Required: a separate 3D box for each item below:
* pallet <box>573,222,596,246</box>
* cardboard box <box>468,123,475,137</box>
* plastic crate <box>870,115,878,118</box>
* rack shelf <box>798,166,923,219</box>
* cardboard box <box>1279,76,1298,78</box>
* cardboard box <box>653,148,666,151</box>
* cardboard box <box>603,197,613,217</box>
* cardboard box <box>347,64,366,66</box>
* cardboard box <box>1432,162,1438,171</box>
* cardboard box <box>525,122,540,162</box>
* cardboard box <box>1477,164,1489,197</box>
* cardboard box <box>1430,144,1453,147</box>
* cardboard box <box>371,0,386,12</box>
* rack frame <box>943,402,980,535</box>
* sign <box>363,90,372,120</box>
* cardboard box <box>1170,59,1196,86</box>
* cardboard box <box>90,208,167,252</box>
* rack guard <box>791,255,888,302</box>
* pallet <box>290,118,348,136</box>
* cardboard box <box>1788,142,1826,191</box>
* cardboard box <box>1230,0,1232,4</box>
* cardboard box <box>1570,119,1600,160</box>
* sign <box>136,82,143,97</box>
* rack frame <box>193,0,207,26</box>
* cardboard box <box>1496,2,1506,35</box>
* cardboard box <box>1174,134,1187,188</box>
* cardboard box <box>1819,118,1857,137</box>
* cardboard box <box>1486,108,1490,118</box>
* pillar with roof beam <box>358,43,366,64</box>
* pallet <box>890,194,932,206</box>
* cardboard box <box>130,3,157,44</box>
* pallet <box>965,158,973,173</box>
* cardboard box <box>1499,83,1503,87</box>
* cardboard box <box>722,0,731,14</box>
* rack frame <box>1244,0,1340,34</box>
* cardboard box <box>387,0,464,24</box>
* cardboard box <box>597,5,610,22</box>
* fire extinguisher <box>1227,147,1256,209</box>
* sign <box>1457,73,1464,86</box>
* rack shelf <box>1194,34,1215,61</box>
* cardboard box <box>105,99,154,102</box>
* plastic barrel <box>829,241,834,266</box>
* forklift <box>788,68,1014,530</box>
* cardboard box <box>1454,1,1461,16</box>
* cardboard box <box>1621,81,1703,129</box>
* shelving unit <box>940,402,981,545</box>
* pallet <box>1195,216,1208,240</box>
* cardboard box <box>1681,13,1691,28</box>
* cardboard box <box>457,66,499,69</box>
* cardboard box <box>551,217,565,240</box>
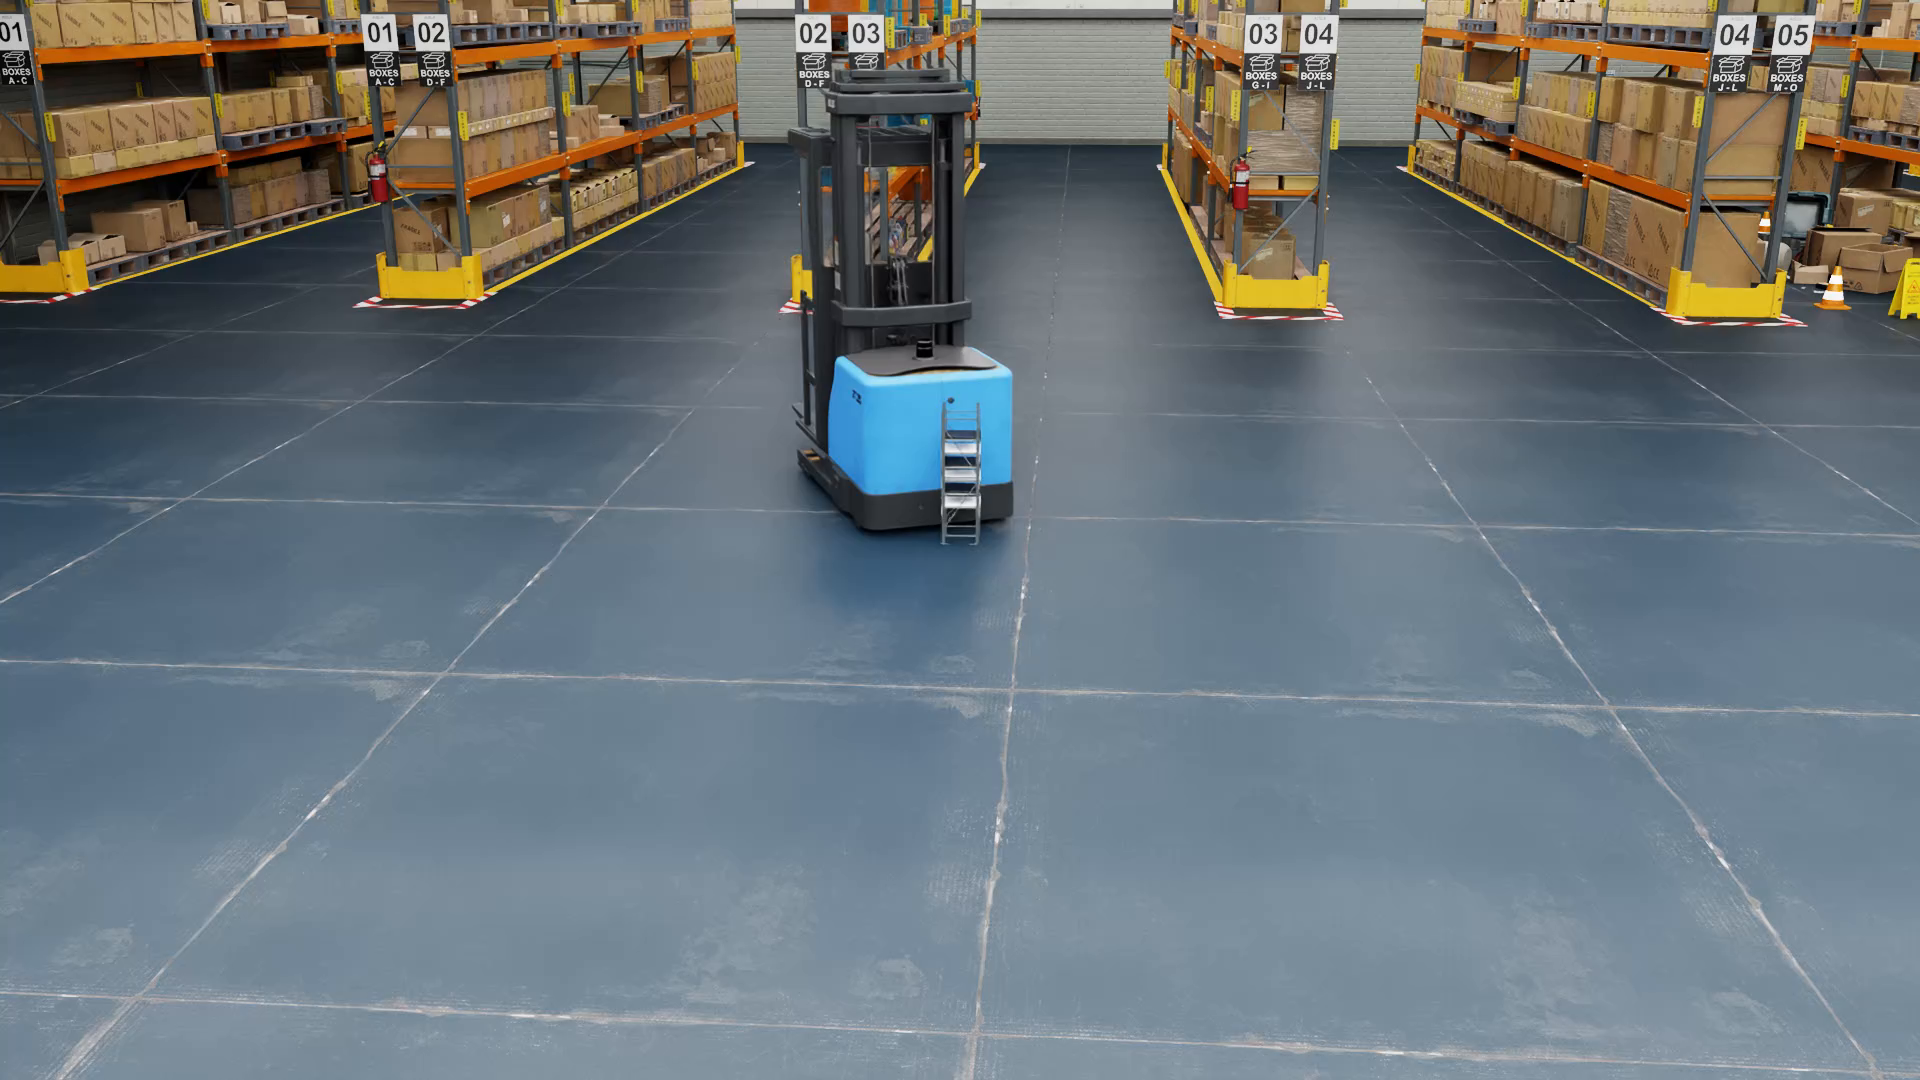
[{"bbox_3d":[-5.967,-4.477,24.247,1.003,0.211,1.213,1,18,4],"label":"pallet"},{"bbox_3d":[-6.008,-4.885,19.811,0.380,0.149,0.250,1,18,2],"label":"cardboard box"},{"bbox_3d":[-1.174,-6.238,25.041,0.402,0.464,0.583,1,18,4],"label":"plastic crate"},{"bbox_3d":[-1.183,-4.497,20.987,1.077,0.370,4.000,1,18,4],"label":"rack shelf"},{"bbox_3d":[4.032,-5.402,20.349,0.500,0.500,0.500,1,18,4],"label":"cardboard box"},{"bbox_3d":[-5.685,-6.933,30.573,0.500,0.500,0.500,0,18,1],"label":"cardboard box"},{"bbox_3d":[-5.595,-5.063,25.297,0.500,0.250,0.500,2,18,5],"label":"cardboard box"},{"bbox_3d":[-10.672,-8.421,29.932,0.500,0.250,0.500,1,18,5],"label":"cardboard box"},{"bbox_3d":[9.246,-7.143,31.810,0.380,0.149,0.250,1,18,4],"label":"cardboard box"},{"bbox_3d":[-6.037,-5.318,22.174,0.700,0.500,0.500,1,18,3],"label":"cardboard box"},{"bbox_3d":[8.976,-5.998,27.750,0.500,0.500,0.500,0,18,1],"label":"cardboard box"},{"bbox_3d":[9.314,-7.579,32.183,0.380,0.149,0.250,2,18,6],"label":"cardboard box"},{"bbox_3d":[-10.496,-9.403,29.118,0.700,0.500,0.500,1,18,3],"label":"cardboard box"},{"bbox_3d":[0.007,-0.459,10.879,0.240,0.900,0.006,0,18,1],"label":"rack frame"},{"bbox_3d":[-6.807,-5.009,19.153,0.100,0.325,0.005,1,18,4],"label":"sign"},{"bbox_3d":[4.421,-9.205,32.757,0.500,0.500,0.500,1,18,3],"label":"cardboard box"},{"bbox_3d":[-10.926,-4.077,21.857,0.700,0.500,0.500,0,18,0],"label":"cardboard box"},{"bbox_3d":[-1.368,-3.055,19.443,1.175,0.500,0.348,1,18,4],"label":"rack guard"},{"bbox_3d":[-10.580,-6.609,26.584,1.213,0.211,1.003,1,18,4],"label":"pallet"},{"bbox_3d":[14.272,-6.050,27.309,0.875,0.875,0.875,2,18,5],"label":"cardboard box"},{"bbox_3d":[4.033,-7.168,22.323,0.797,0.503,0.637,0,18,1],"label":"cardboard box"},{"bbox_3d":[8.611,-5.423,22.496,0.500,0.500,0.500,1,18,4],"label":"cardboard box"},{"bbox_3d":[-11.475,-6.243,23.299,0.100,0.325,0.005,1,18,4],"label":"sign"},{"bbox_3d":[-10.922,-8.532,22.511,1.000,3.000,0.127,1,18,4],"label":"rack frame"},{"bbox_3d":[8.977,-8.417,26.815,0.500,0.500,0.500,1,18,4],"label":"cardboard box"},{"bbox_3d":[4.384,-6.548,28.826,1.225,0.875,0.875,1,18,2],"label":"cardboard box"},{"bbox_3d":[13.849,-6.463,26.070,0.500,0.250,0.500,1,18,2],"label":"cardboard box"},{"bbox_3d":[8.763,-6.928,26.978,0.380,0.149,0.250,1,18,3],"label":"cardboard box"},{"bbox_3d":[-6.867,-11.158,30.523,9.100,9.000,0.400,1,18,4],"label":"pillar with roof beam"},{"bbox_3d":[-0.738,-5.623,27.746,1.003,0.211,1.213,1,18,4],"label":"pallet"},{"bbox_3d":[-10.762,-6.672,21.458,0.500,0.500,0.500,1,18,2],"label":"cardboard box"},{"bbox_3d":[-0.278,-7.607,33.800,1.003,0.211,1.213,1,18,4],"label":"pallet"},{"bbox_3d":[9.561,-7.843,28.814,0.380,0.149,0.250,1,18,2],"label":"cardboard box"},{"bbox_3d":[-4.903,-10.726,33.460,0.500,0.250,0.500,1,18,4],"label":"cardboard box"},{"bbox_3d":[3.613,-6.958,17.707,1.000,3.000,0.127,1,18,4],"label":"rack frame"},{"bbox_3d":[-6.222,-6.249,19.294,0.797,0.503,0.637,3,18,8],"label":"cardboard box"},{"bbox_3d":[-5.690,-8.063,25.462,0.500,0.250,0.500,2,18,5],"label":"cardboard box"},{"bbox_3d":[3.146,-4.046,18.576,0.296,0.674,0.183,1,18,4],"label":"fire extinguisher"},{"bbox_3d":[8.872,-8.114,29.477,0.100,0.325,0.005,1,18,4],"label":"sign"},{"bbox_3d":[4.044,-7.055,23.974,1.077,0.370,4.000,1,18,4],"label":"rack shelf"},{"bbox_3d":[-11.204,-5.674,22.427,0.500,0.500,0.500,1,18,4],"label":"cardboard box"},{"bbox_3d":[-1.356,-3.442,19.930,0.421,0.512,0.421,0,18,0],"label":"plastic barrel"},{"bbox_3d":[-0.582,-1.878,11.949,1.130,2.935,3.031,-6,19,-17],"label":"forklift"},{"bbox_3d":[9.242,-9.595,30.008,0.500,0.250,0.500,1,18,2],"label":"cardboard box"},{"bbox_3d":[8.680,-5.340,20.429,0.875,0.550,0.550,1,18,4],"label":"cardboard box"},{"bbox_3d":[0.005,-0.428,10.783,0.258,0.900,0.210,0,18,1],"label":"shelving unit"},{"bbox_3d":[4.039,-4.647,24.765,1.003,0.211,1.213,1,18,4],"label":"pallet"},{"bbox_3d":[8.276,-5.787,18.519,0.380,0.149,0.250,2,18,5],"label":"cardboard box"},{"bbox_3d":[-10.088,-9.393,34.289,0.980,0.700,0.700,2,18,6],"label":"cardboard box"},{"bbox_3d":[-5.796,-4.316,23.020,0.500,0.250,0.500,1,18,4],"label":"cardboard box"}]
